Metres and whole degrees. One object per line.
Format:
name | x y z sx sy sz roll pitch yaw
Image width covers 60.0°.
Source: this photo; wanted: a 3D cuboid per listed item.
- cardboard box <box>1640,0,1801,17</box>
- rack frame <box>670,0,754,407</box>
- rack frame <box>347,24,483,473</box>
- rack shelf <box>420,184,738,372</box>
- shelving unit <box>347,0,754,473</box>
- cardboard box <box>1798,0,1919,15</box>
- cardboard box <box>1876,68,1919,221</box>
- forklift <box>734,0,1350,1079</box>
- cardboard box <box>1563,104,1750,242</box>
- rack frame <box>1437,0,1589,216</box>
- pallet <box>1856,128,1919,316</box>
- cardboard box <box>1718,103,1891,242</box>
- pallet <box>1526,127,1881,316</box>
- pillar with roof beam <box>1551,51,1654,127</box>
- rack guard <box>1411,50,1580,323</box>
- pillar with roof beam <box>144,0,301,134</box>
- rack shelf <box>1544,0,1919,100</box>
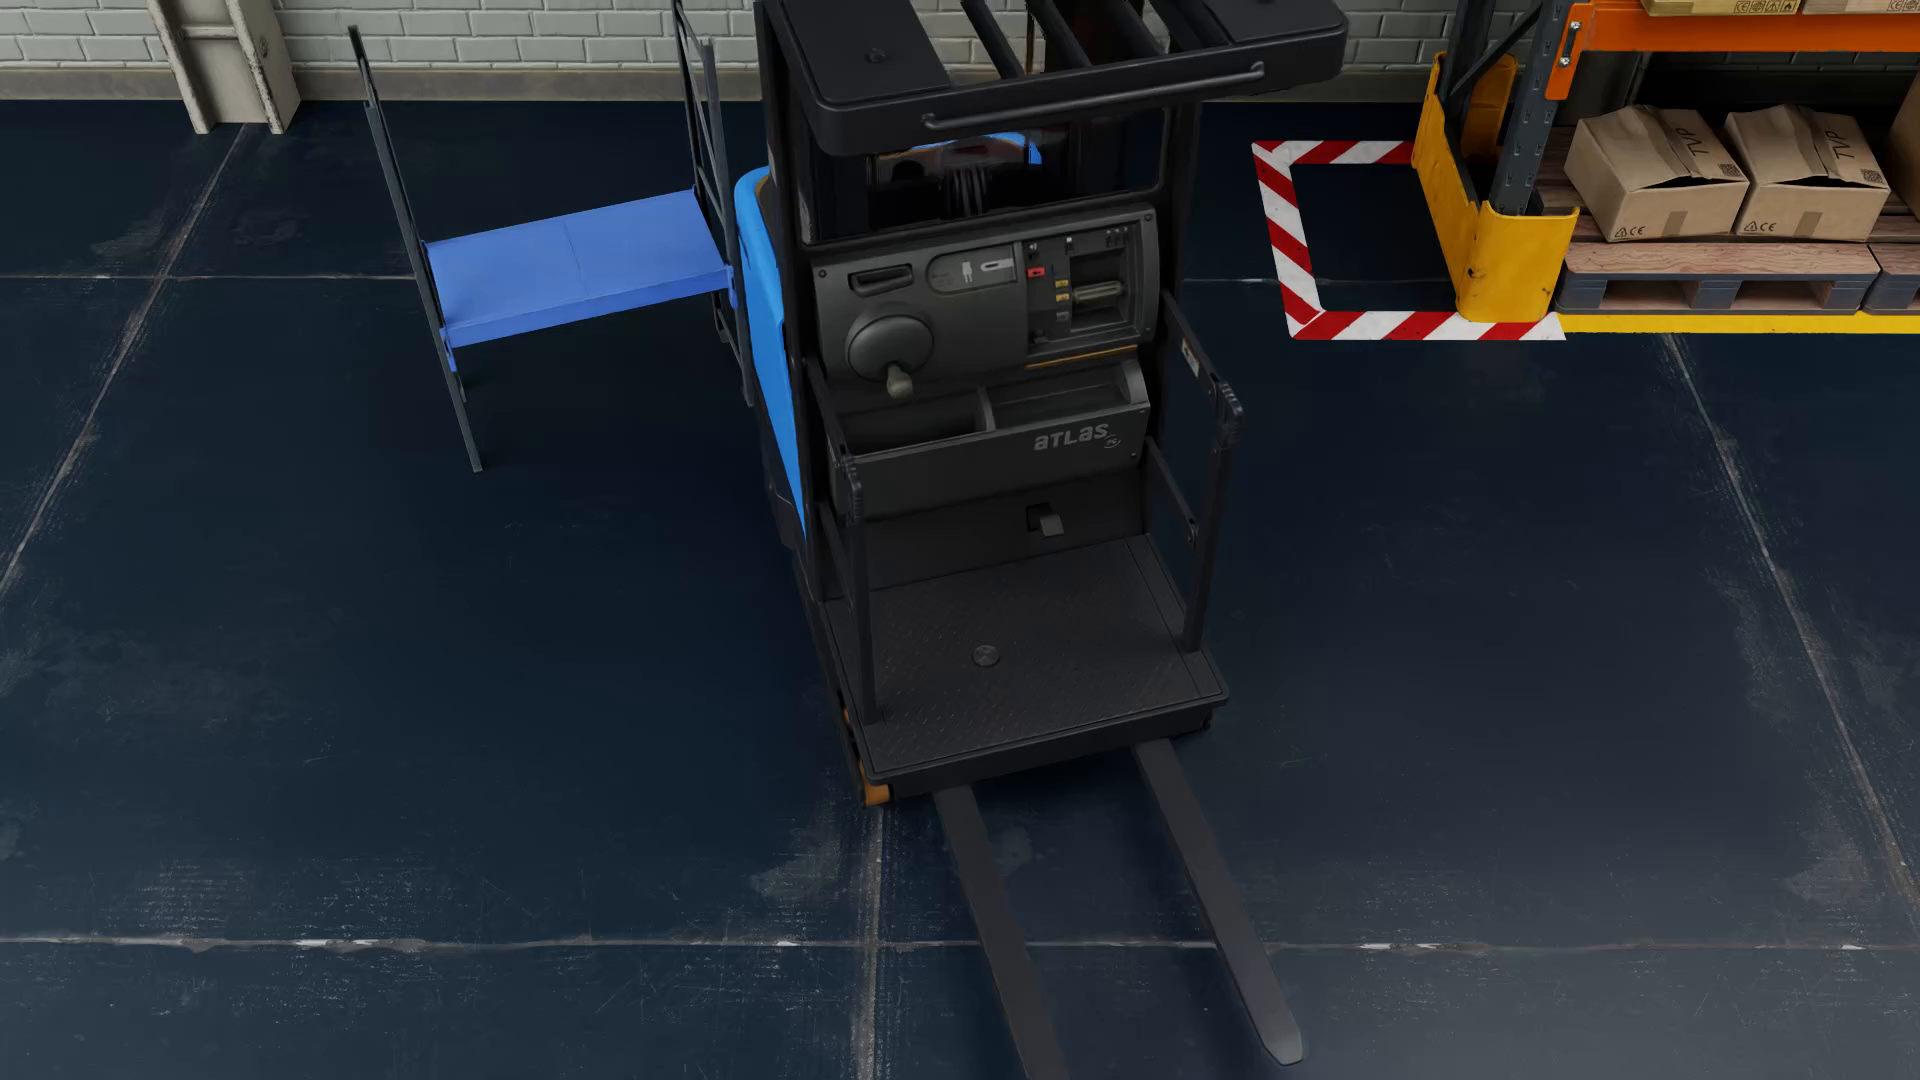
cardboard box | 2.560 -2.028 5.678 0.500 0.250 0.500 -1 47 -1
rack frame | -0.860 -1.182 5.826 0.032 1.500 0.500 -15 49 -13
rack frame | -1.816 -0.928 5.589 0.032 1.500 0.500 -15 49 -13
rack shelf | -1.338 -0.932 5.839 1.000 0.185 0.538 -15 49 -13
shelving unit | -1.338 -1.055 5.707 1.048 1.500 0.538 -15 49 -13
cardboard box | 3.079 -2.037 5.686 0.500 0.250 0.500 -1 47 -1
cardboard box | 4.068 -1.497 6.501 0.500 0.500 0.700 -3 47 -2
forklift | 0.140 -0.527 4.238 1.130 2.935 3.031 -12 48 -11
cardboard box | 2.765 -1.473 6.608 0.500 0.311 0.500 -5 47 -4
rack frame | 2.073 -2.306 5.848 0.127 3.000 1.000 0 47 0
pallet | 4.178 -1.323 6.837 1.213 0.211 1.003 0 47 0
cardboard box | 3.335 -1.471 6.606 0.500 0.311 0.500 4 47 3
pallet | 2.962 -1.328 6.842 1.213 0.211 1.003 0 47 0
pillar with roof beam | 2.760 -1.831 1.306 0.400 9.000 9.100 0 47 0
rack guard | 2.149 -1.455 6.762 0.348 0.500 1.175 0 47 0
pillar with roof beam | -3.239 -1.847 1.321 0.400 9.000 9.100 0 47 0
rack shelf | 4.073 -2.056 6.106 4.000 0.370 1.077 0 47 0
